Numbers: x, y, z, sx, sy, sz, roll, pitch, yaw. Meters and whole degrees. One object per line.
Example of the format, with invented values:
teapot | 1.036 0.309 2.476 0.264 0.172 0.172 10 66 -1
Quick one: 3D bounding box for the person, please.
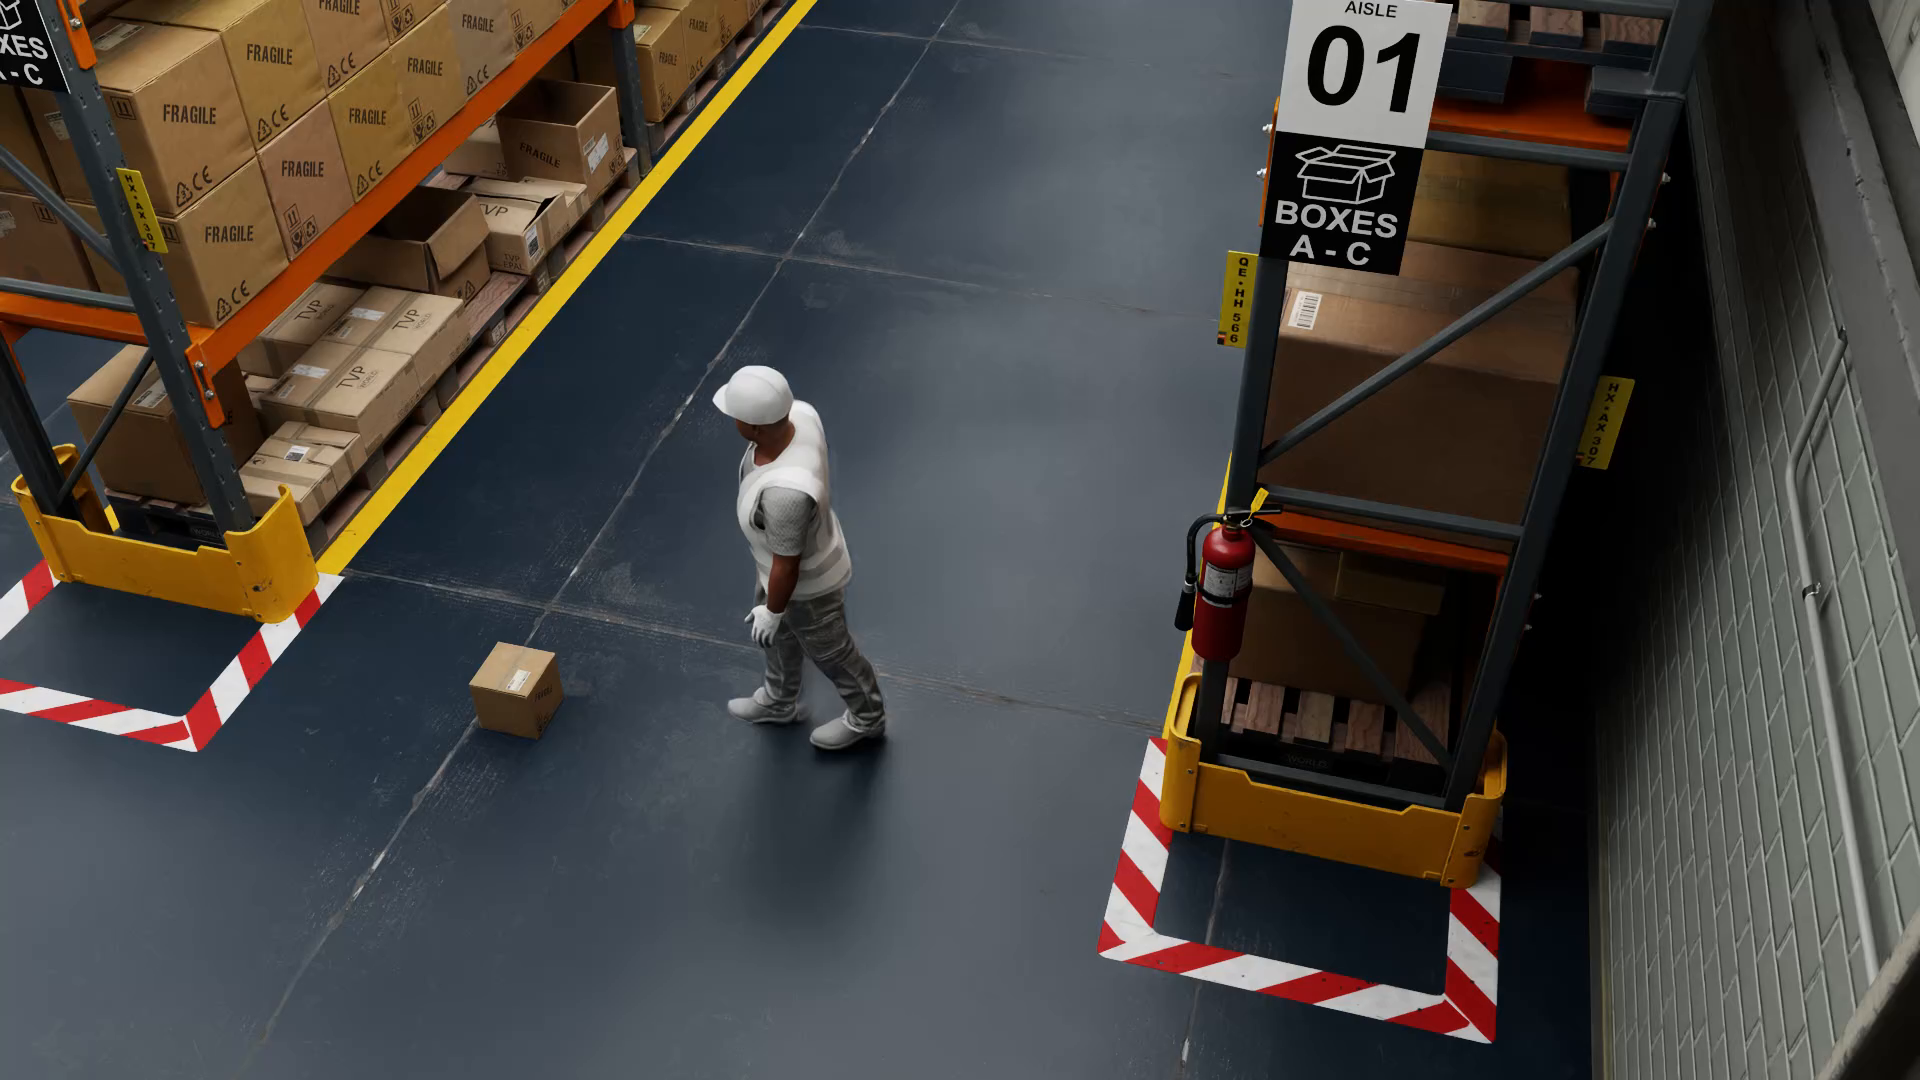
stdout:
person | -0.601 0.115 6.013 0.612 1.809 0.575 -7 41 -8
